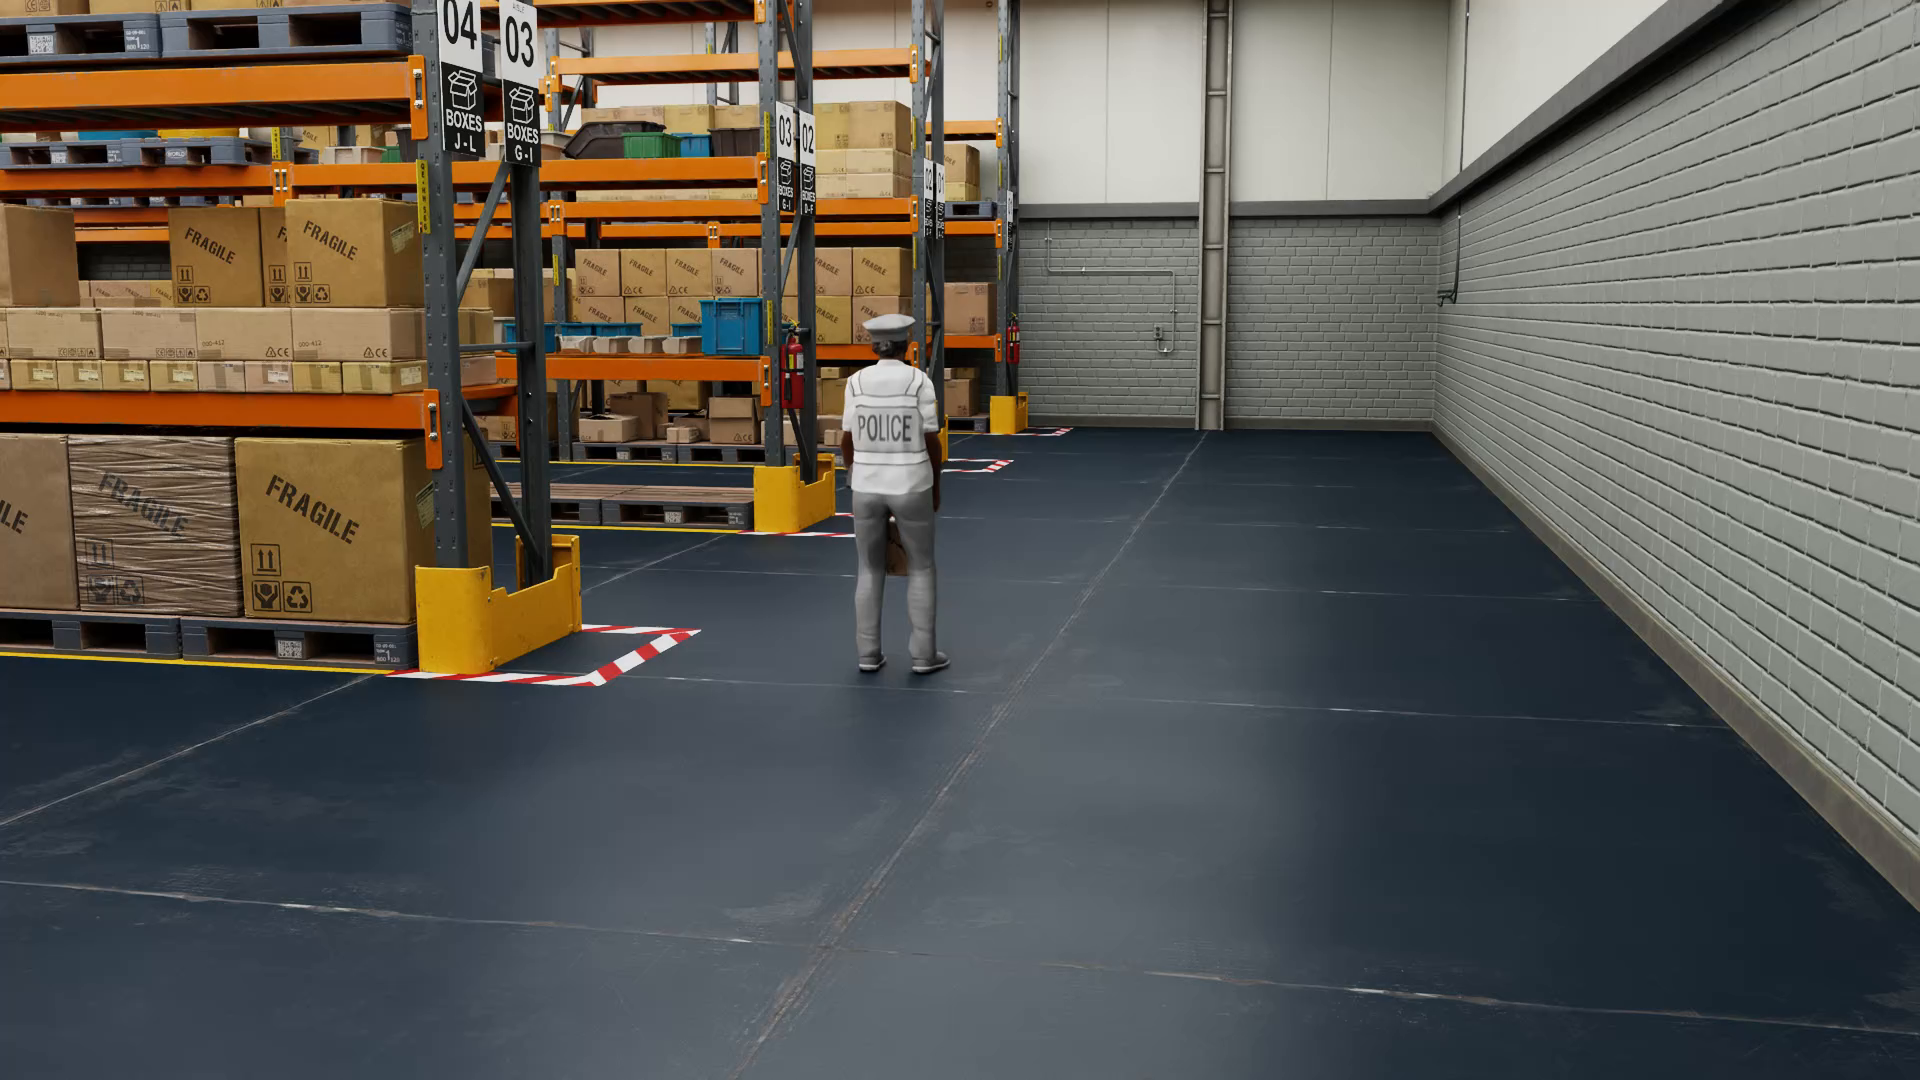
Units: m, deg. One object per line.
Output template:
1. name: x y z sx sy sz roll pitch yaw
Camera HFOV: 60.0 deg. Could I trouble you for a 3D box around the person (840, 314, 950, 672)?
1. person: -0.309 -0.208 7.784 0.492 1.661 0.372 1 8 10
